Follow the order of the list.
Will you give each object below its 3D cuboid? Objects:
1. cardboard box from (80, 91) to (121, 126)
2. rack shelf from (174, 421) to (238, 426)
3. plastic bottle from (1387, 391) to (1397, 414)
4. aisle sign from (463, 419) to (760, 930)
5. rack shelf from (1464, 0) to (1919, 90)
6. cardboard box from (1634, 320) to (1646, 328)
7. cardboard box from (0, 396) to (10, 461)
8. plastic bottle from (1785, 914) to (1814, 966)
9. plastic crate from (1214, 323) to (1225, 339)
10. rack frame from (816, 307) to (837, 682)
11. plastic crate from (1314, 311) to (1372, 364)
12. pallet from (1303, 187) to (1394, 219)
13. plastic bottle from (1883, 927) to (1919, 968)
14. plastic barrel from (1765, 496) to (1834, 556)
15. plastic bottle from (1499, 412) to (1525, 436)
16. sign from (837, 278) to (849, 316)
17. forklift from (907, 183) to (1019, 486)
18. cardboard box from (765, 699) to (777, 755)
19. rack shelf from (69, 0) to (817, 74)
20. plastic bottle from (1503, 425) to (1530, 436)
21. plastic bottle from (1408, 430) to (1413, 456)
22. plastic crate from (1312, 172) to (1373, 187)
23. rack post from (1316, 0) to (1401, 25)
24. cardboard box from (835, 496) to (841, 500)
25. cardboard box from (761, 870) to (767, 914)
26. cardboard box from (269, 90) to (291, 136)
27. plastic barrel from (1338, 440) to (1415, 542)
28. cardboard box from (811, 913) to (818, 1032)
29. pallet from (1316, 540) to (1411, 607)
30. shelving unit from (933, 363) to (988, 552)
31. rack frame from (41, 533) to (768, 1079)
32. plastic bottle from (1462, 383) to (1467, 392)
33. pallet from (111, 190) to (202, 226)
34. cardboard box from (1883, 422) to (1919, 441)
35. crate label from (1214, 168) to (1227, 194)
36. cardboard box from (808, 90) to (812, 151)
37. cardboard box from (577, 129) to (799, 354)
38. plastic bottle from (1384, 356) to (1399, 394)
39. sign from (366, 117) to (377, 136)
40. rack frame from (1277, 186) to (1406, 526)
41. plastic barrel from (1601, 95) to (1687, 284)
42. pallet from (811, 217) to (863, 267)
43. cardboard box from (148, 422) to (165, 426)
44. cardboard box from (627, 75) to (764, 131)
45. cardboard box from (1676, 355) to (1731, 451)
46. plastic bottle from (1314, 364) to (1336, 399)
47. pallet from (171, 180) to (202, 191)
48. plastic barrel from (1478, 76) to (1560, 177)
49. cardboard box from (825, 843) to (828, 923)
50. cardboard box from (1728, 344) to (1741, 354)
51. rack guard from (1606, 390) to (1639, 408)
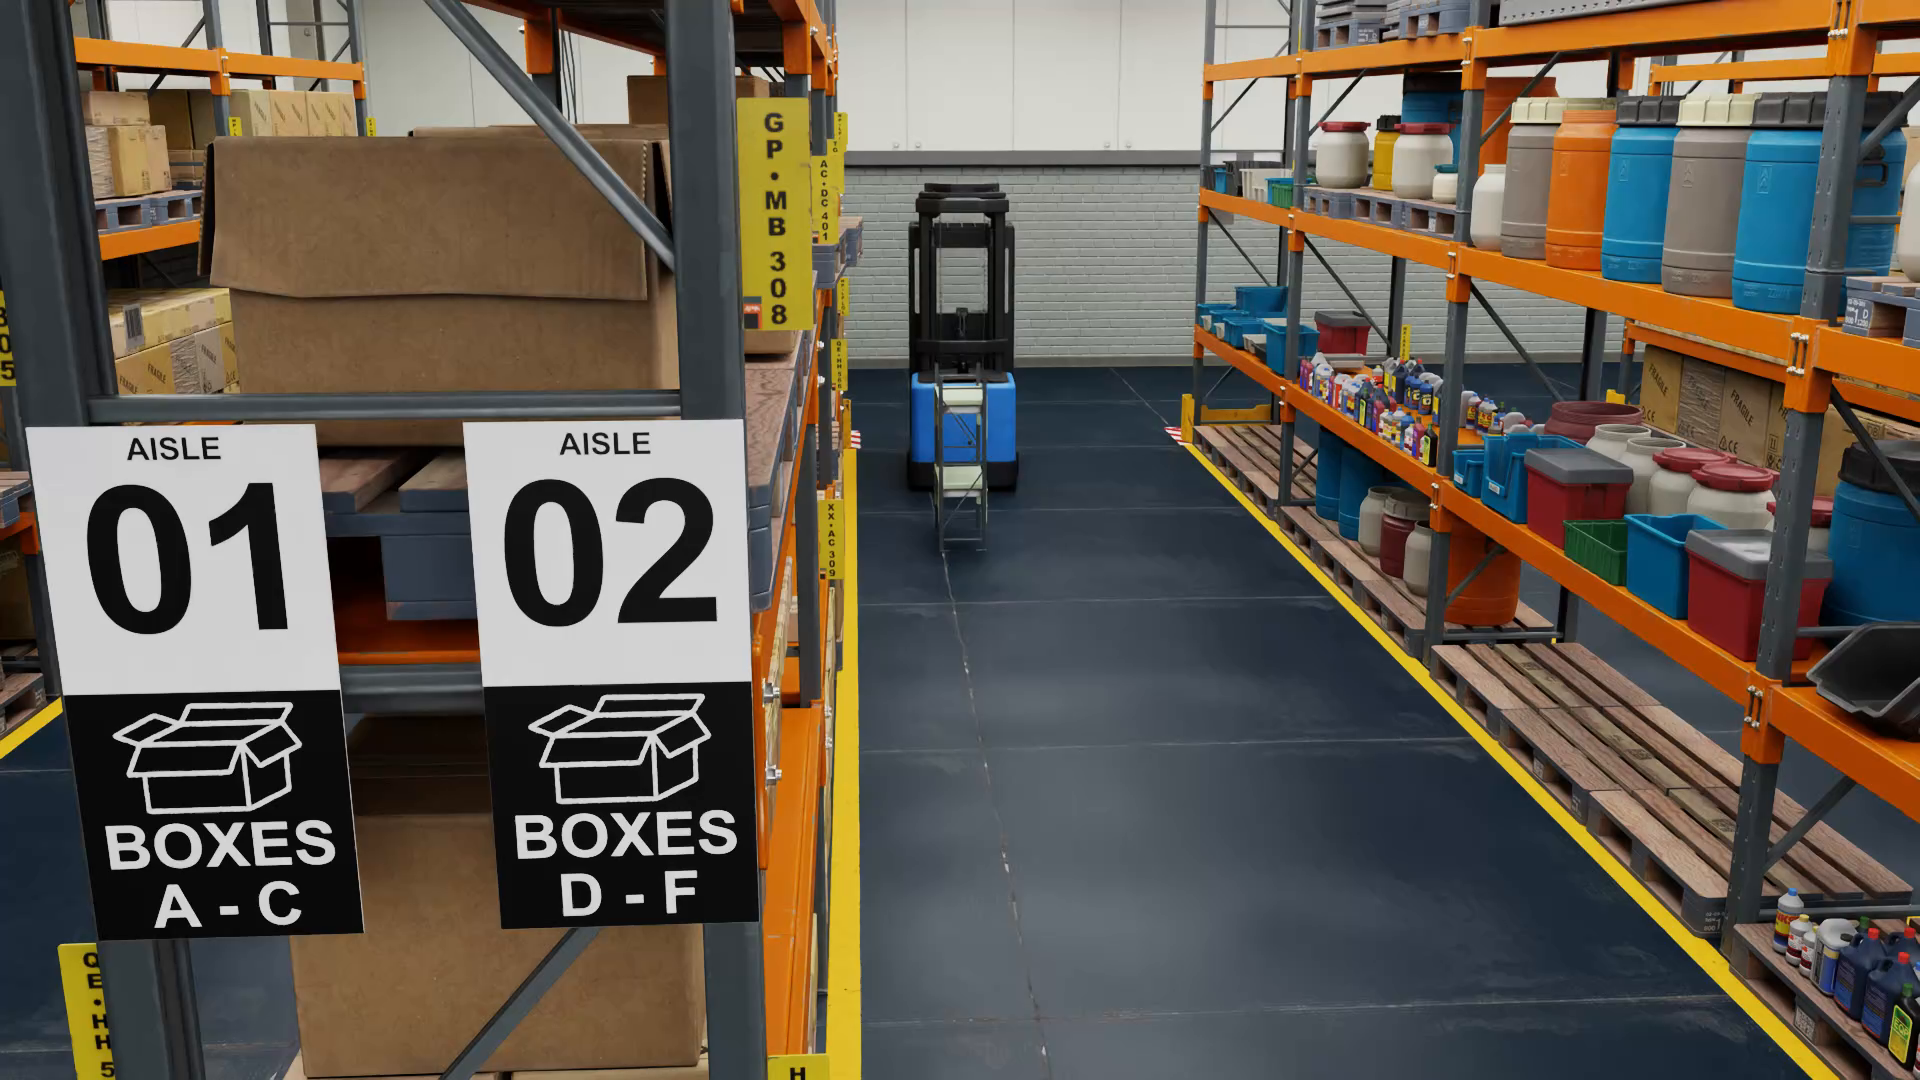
[{"bbox_3d":[-6.531,-3.167,12.206,0.500,0.250,0.500,-1,14,-5],"label":"cardboard box"},{"bbox_3d":[-6.380,-0.602,12.288,1.077,0.370,4.000,-1,14,-3],"label":"rack shelf"},{"bbox_3d":[3.243,-0.975,12.532,0.061,0.283,0.133,-1,14,-3],"label":"plastic bottle"},{"bbox_3d":[-0.507,0.212,2.464,0.394,0.787,0.004,-1,14,-3],"label":"aisle sign"},{"bbox_3d":[3.756,-2.471,8.319,1.077,0.370,4.000,-1,14,-3],"label":"rack shelf"},{"bbox_3d":[7.772,-2.456,18.558,0.380,0.149,0.250,-1,14,-3],"label":"cardboard box"},{"bbox_3d":[-6.031,-0.779,10.698,0.500,0.500,0.500,0,14,-2],"label":"cardboard box"},{"bbox_3d":[3.468,1.643,6.855,0.097,0.201,0.097,0,14,0],"label":"plastic bottle"},{"bbox_3d":[2.802,-2.180,17.389,0.250,0.136,0.298,-1,14,-3],"label":"plastic crate"},{"bbox_3d":[-1.312,-0.530,10.566,1.000,3.000,0.127,-1,14,-3],"label":"rack frame"},{"bbox_3d":[3.579,-1.886,15.589,0.402,0.464,0.583,-1,14,-3],"label":"plastic crate"},{"bbox_3d":[3.530,-2.768,13.624,1.213,0.211,1.003,-1,14,-3],"label":"pallet"},{"bbox_3d":[3.659,1.664,6.472,0.144,0.351,0.185,-1,14,-3],"label":"plastic bottle"},{"bbox_3d":[4.039,0.082,7.914,0.433,0.535,0.433,0,14,0],"label":"plastic barrel"},{"bbox_3d":[3.899,-0.773,11.760,0.152,0.276,0.135,-1,14,-3],"label":"plastic bottle"},{"bbox_3d":[-1.006,-2.095,14.325,0.100,0.325,0.005,-1,14,-3],"label":"sign"},{"bbox_3d":[0.011,-2.254,17.406,1.130,2.935,3.031,0,14,-1],"label":"forklift"},{"bbox_3d":[-0.737,0.548,4.873,0.380,0.149,0.250,0,14,-2],"label":"cardboard box"},{"bbox_3d":[-0.941,-1.401,4.159,1.077,0.370,4.000,-1,14,-3],"label":"rack shelf"},{"bbox_3d":[3.776,-0.656,11.304,0.152,0.276,0.135,-1,14,-3],"label":"plastic bottle"},{"bbox_3d":[3.178,-0.690,11.586,0.097,0.201,0.097,0,14,0],"label":"plastic bottle"},{"bbox_3d":[3.581,-3.303,15.586,0.497,0.269,0.590,-1,14,-3],"label":"plastic crate"},{"bbox_3d":[3.405,-4.259,13.172,0.937,0.300,0.954,-1,14,-4],"label":"rack post"},{"bbox_3d":[-1.157,-0.035,12.775,0.500,0.500,0.500,-1,14,-5],"label":"cardboard box"},{"bbox_3d":[-0.931,0.910,4.769,0.700,0.500,0.500,0,14,-2],"label":"cardboard box"},{"bbox_3d":[-6.306,-3.752,14.821,0.500,0.500,0.500,-1,14,-5],"label":"cardboard box"},{"bbox_3d":[3.444,-0.476,13.724,0.600,0.901,0.708,-1,14,-3],"label":"plastic barrel"},{"bbox_3d":[-0.818,1.705,6.555,0.500,0.250,0.500,-1,14,-3],"label":"cardboard box"},{"bbox_3d":[3.469,0.247,13.143,1.003,0.211,1.213,-1,14,-3],"label":"pallet"},{"bbox_3d":[0.000,-0.725,14.333,0.431,1.500,0.755,-1,14,-3],"label":"shelving unit"},{"bbox_3d":[-0.817,1.460,2.833,1.000,3.000,0.127,-1,14,-3],"label":"rack frame"},{"bbox_3d":[3.836,-1.079,12.799,0.144,0.351,0.185,-1,14,-3],"label":"plastic bottle"},{"bbox_3d":[-6.398,-2.580,12.899,0.805,0.209,1.217,-1,15,-6],"label":"pallet"},{"bbox_3d":[8.443,-0.470,13.755,1.225,0.875,0.875,-1,14,-5],"label":"cardboard box"},{"bbox_3d":[2.871,-3.741,17.326,0.408,0.251,0.502,-1,14,-3],"label":"crate label"},{"bbox_3d":[-1.628,-3.630,14.390,0.700,0.500,0.500,-1,14,-3],"label":"cardboard box"},{"bbox_3d":[-0.647,-0.730,3.999,0.500,0.500,0.500,-1,14,-3],"label":"cardboard box"},{"bbox_3d":[3.624,-1.351,13.855,0.144,0.351,0.185,-1,14,-3],"label":"plastic bottle"},{"bbox_3d":[-6.209,-4.290,17.543,0.100,0.325,0.005,-1,14,-3],"label":"sign"},{"bbox_3d":[3.384,-1.600,14.726,1.000,3.000,0.127,-1,14,-3],"label":"rack frame"},{"bbox_3d":[3.550,-1.755,8.300,0.600,0.901,0.708,-1,14,-3],"label":"plastic barrel"},{"bbox_3d":[-1.181,-1.724,9.565,1.213,0.211,1.003,0,14,-1],"label":"pallet"},{"bbox_3d":[-6.161,-0.873,12.363,0.380,0.149,0.250,0,14,-2],"label":"cardboard box"},{"bbox_3d":[-1.063,-1.636,6.798,0.500,0.500,0.500,-1,14,-3],"label":"cardboard box"},{"bbox_3d":[8.255,-1.462,17.609,0.875,0.875,0.875,-1,14,-3],"label":"cardboard box"},{"bbox_3d":[3.055,-1.328,13.918,0.152,0.276,0.135,-1,14,-3],"label":"plastic bottle"},{"bbox_3d":[-6.544,-3.061,14.561,1.003,0.211,1.213,-1,14,-3],"label":"pallet"},{"bbox_3d":[3.600,-2.611,10.929,0.600,0.830,0.708,-1,14,-3],"label":"plastic barrel"},{"bbox_3d":[-0.842,1.489,7.395,0.500,0.250,0.500,-1,14,-5],"label":"cardboard box"},{"bbox_3d":[7.902,-1.945,16.572,0.380,0.149,0.250,-1,14,-4],"label":"cardboard box"},{"bbox_3d":[8.078,-1.467,19.224,1.175,0.500,0.348,-1,14,-3],"label":"rack guard"}]
